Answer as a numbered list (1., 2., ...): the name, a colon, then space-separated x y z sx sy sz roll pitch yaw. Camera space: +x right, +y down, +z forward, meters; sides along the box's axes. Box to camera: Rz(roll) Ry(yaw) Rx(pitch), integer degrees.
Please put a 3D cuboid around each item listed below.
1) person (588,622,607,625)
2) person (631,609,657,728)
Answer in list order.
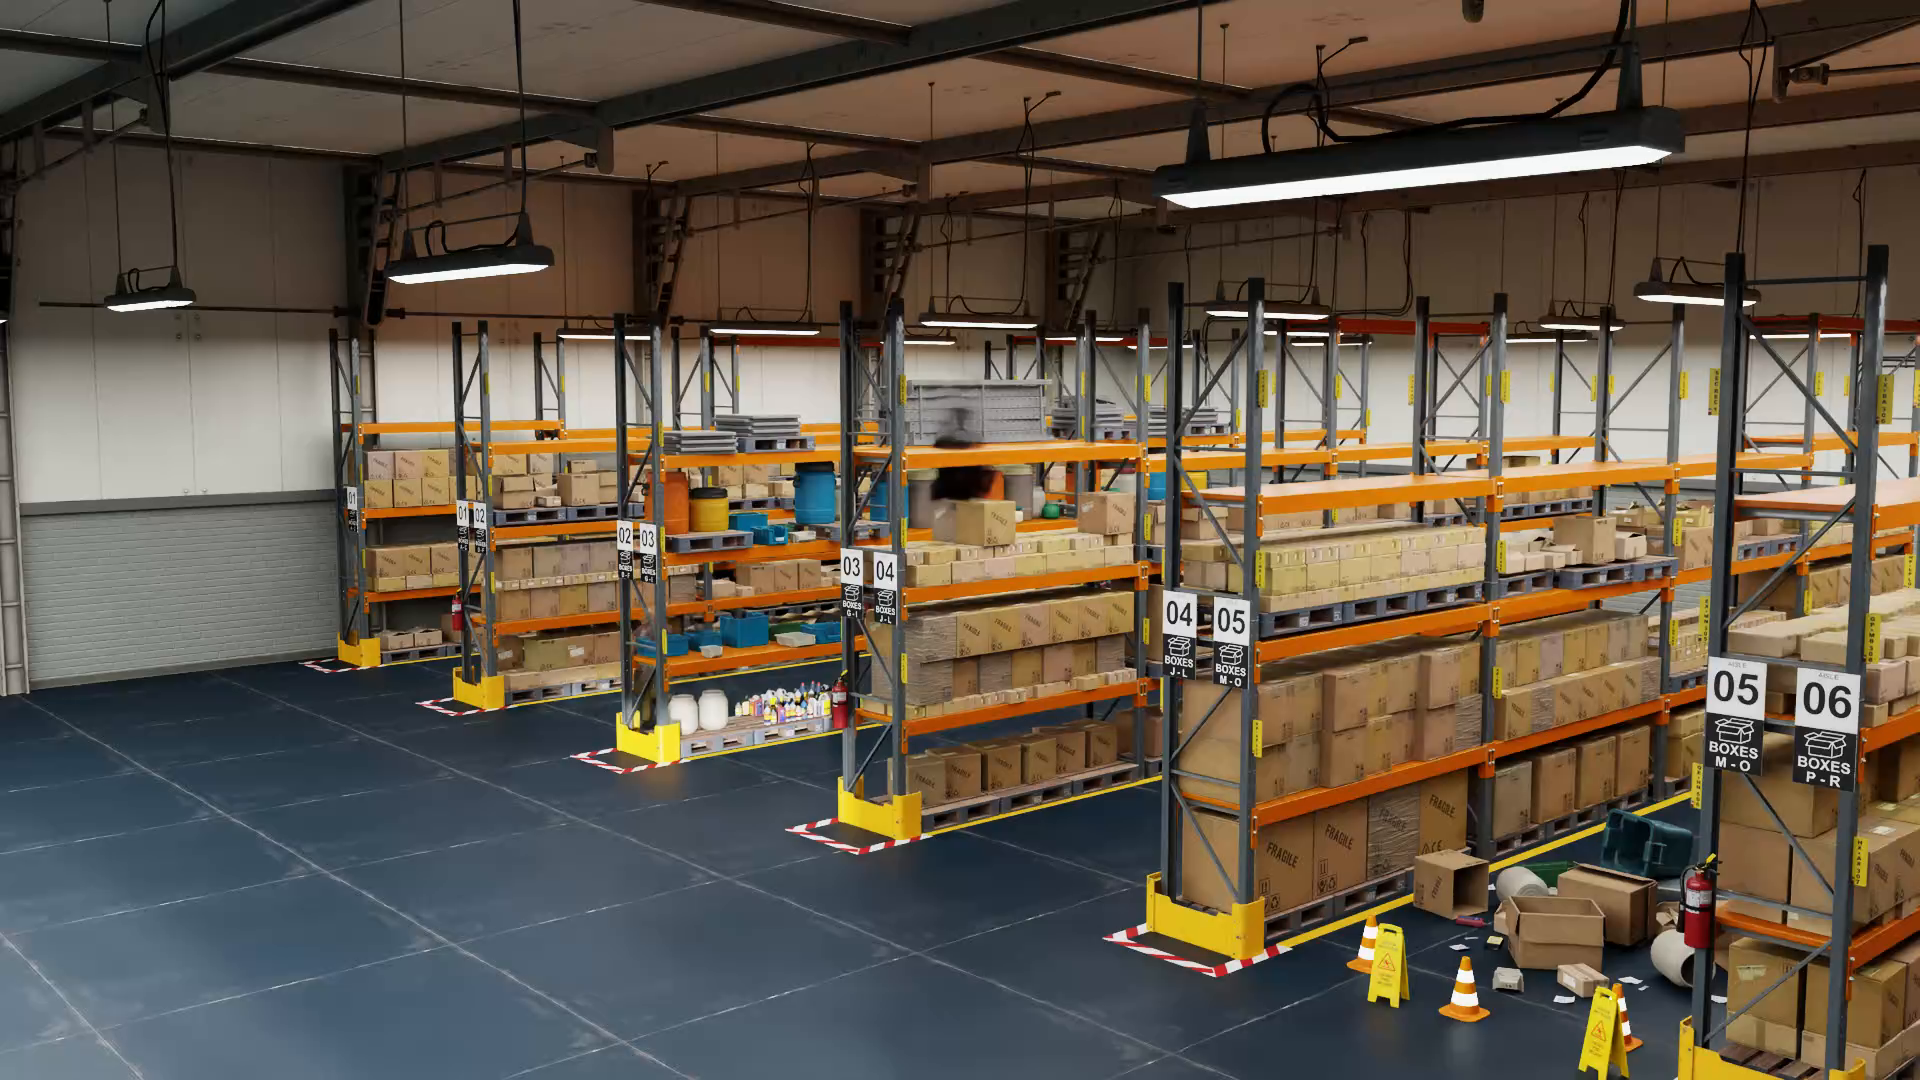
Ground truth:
1. person: -6.395 1.430 29.454 0.575 1.655 0.701 5 8 42
2. person: -4.566 1.876 24.517 0.703 1.737 0.757 4 7 33
